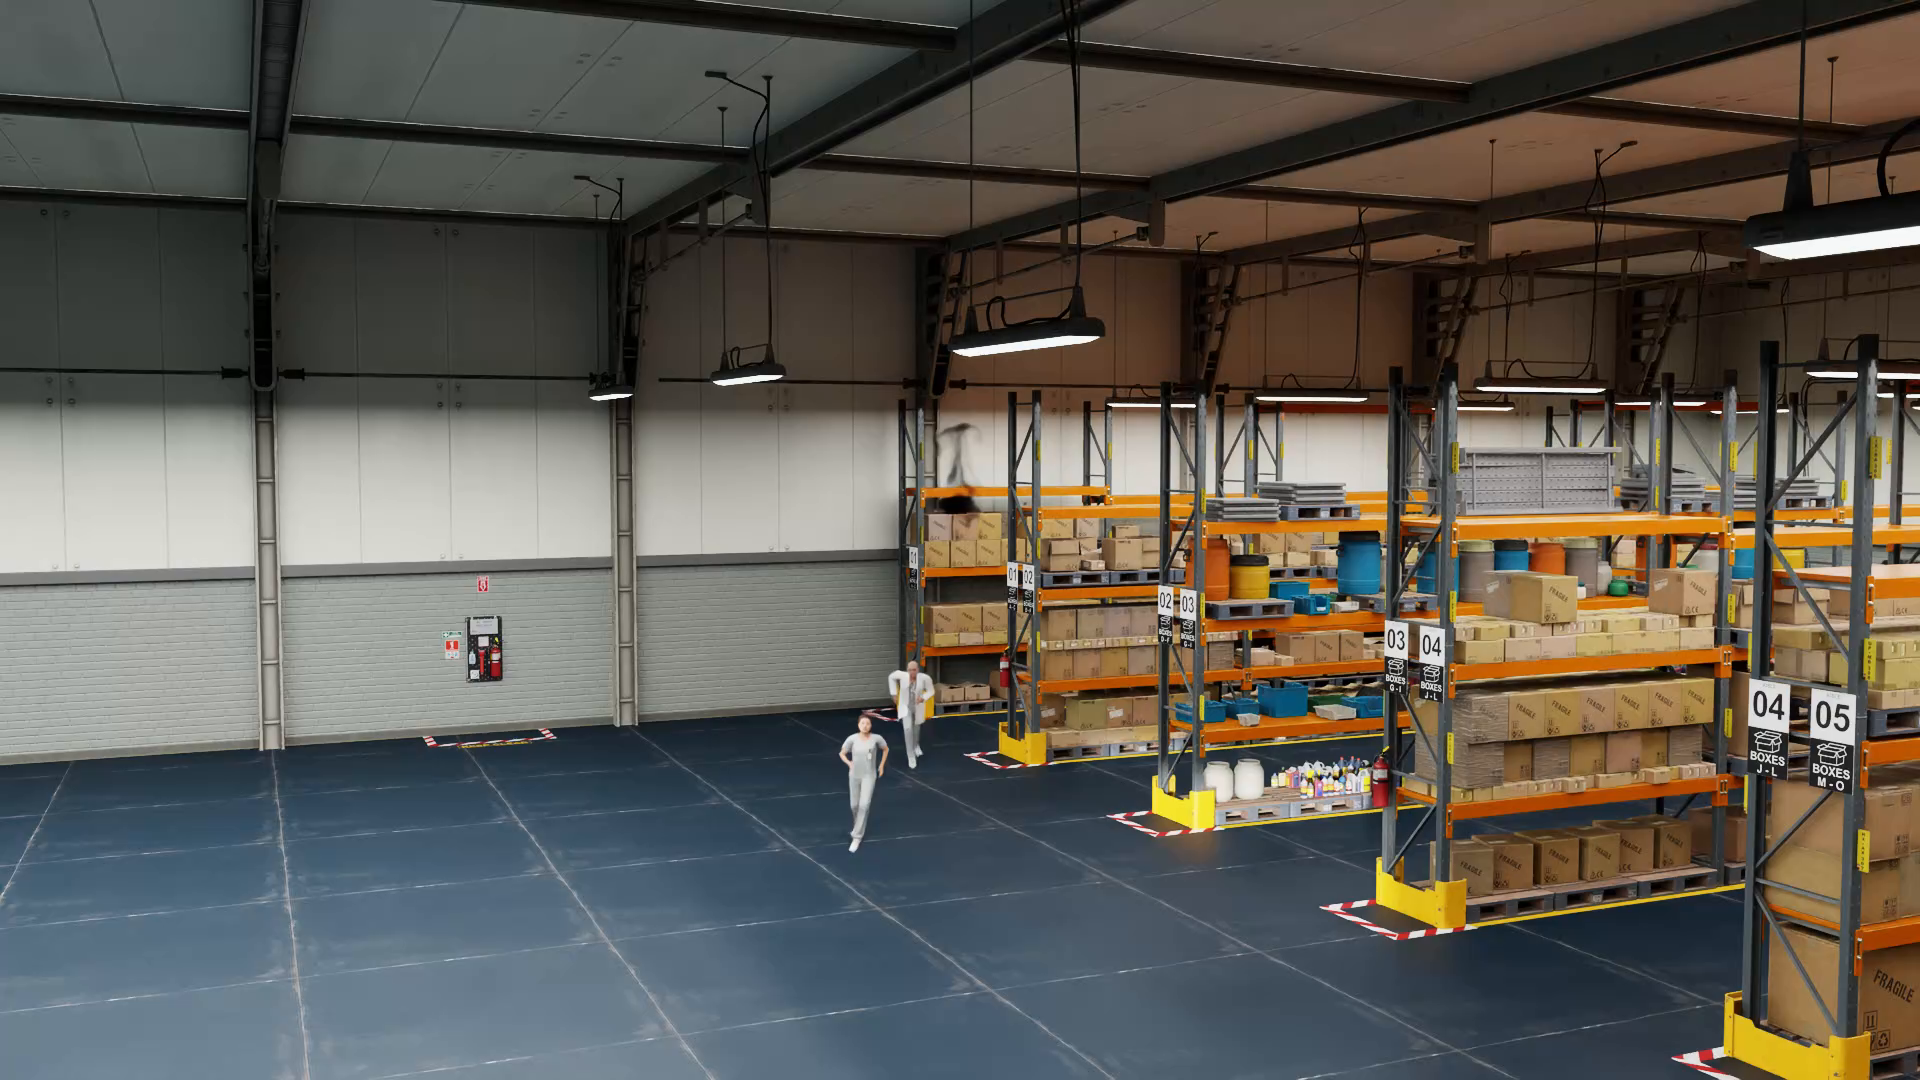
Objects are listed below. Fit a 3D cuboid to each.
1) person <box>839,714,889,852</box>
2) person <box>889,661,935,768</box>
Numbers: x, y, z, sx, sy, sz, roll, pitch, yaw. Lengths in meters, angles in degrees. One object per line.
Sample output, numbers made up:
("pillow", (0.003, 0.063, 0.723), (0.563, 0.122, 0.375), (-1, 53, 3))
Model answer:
("person", (-1.245, 3.078, 21.355), (0.602, 1.690, 0.871), (1, 3, 9))
("person", (-0.775, 2.773, 26.881), (0.753, 1.744, 1.057), (0, 3, 0))
